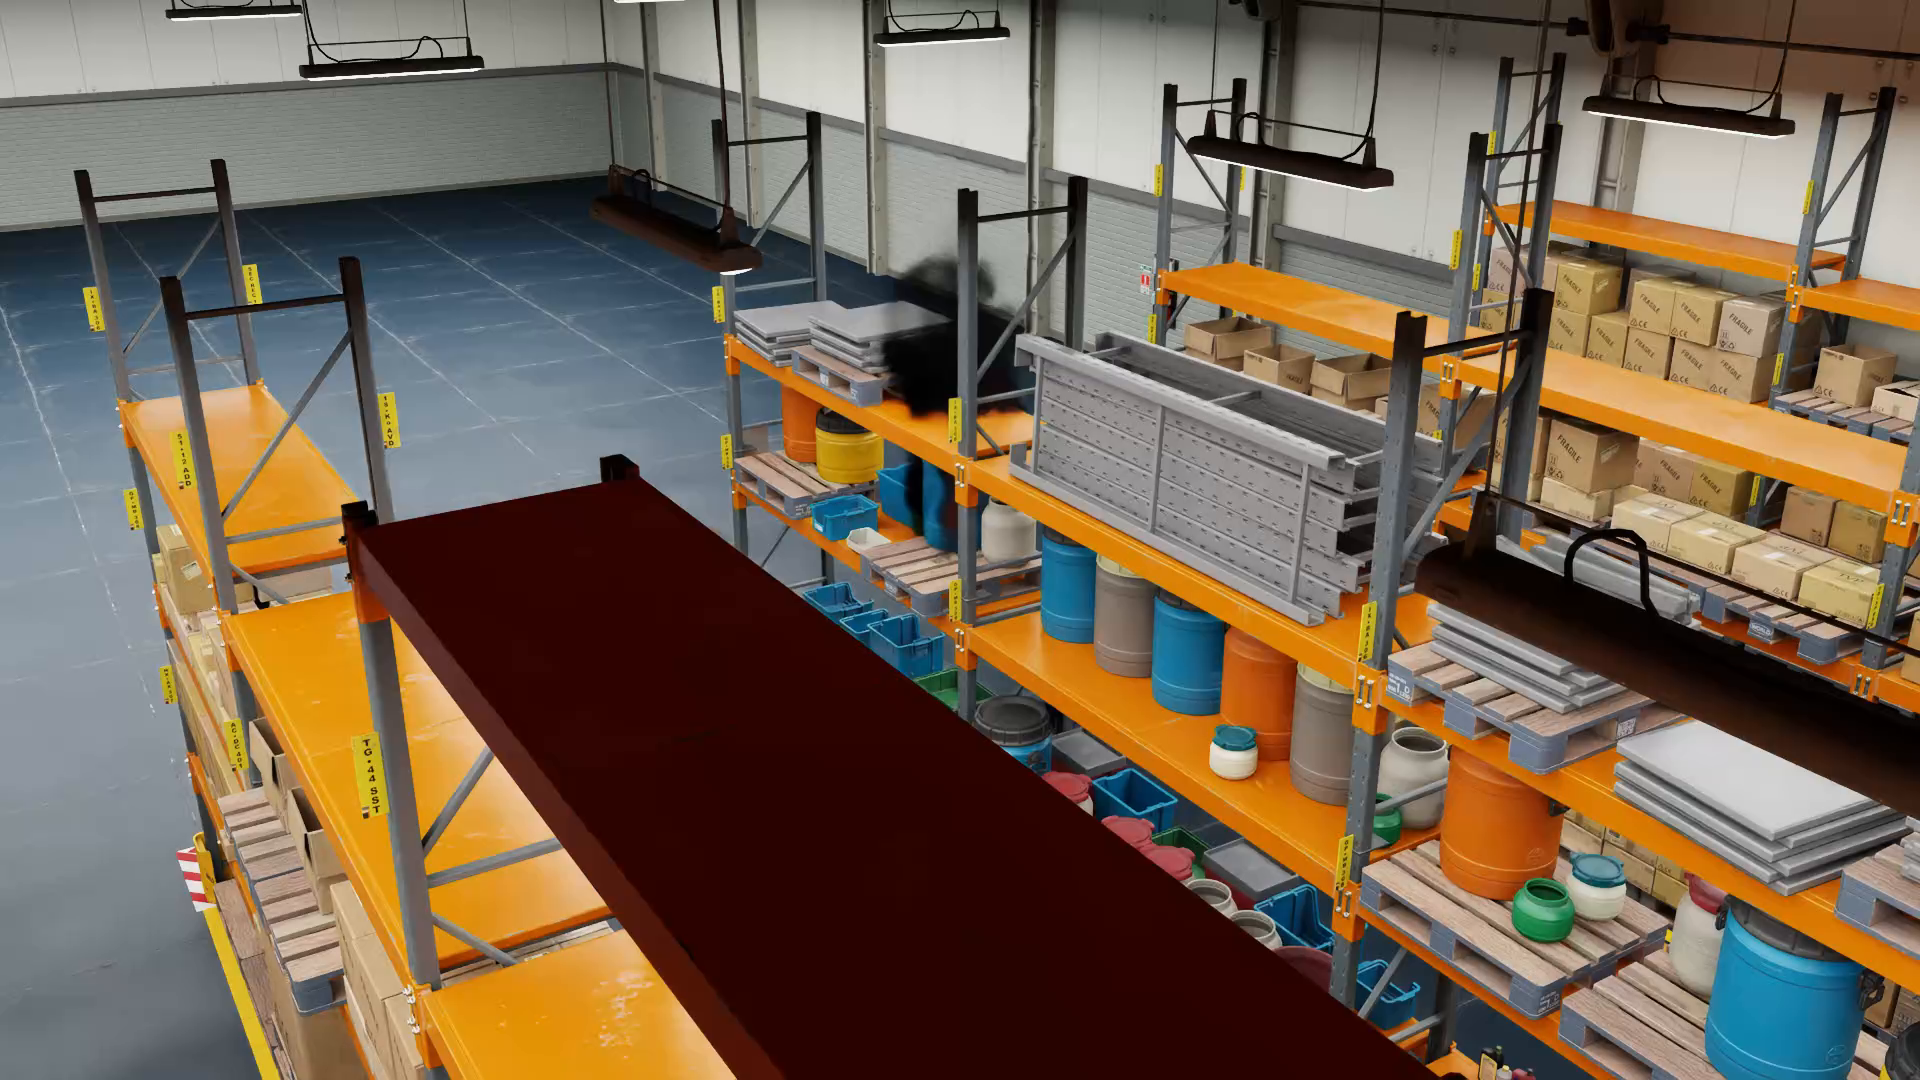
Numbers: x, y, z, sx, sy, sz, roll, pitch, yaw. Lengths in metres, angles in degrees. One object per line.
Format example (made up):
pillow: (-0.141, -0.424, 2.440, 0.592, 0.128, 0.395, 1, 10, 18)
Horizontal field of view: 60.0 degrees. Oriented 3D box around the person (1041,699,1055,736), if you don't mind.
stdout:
person: (0.966, 1.497, 15.518, 0.612, 1.715, 0.721, -11, 25, -26)
